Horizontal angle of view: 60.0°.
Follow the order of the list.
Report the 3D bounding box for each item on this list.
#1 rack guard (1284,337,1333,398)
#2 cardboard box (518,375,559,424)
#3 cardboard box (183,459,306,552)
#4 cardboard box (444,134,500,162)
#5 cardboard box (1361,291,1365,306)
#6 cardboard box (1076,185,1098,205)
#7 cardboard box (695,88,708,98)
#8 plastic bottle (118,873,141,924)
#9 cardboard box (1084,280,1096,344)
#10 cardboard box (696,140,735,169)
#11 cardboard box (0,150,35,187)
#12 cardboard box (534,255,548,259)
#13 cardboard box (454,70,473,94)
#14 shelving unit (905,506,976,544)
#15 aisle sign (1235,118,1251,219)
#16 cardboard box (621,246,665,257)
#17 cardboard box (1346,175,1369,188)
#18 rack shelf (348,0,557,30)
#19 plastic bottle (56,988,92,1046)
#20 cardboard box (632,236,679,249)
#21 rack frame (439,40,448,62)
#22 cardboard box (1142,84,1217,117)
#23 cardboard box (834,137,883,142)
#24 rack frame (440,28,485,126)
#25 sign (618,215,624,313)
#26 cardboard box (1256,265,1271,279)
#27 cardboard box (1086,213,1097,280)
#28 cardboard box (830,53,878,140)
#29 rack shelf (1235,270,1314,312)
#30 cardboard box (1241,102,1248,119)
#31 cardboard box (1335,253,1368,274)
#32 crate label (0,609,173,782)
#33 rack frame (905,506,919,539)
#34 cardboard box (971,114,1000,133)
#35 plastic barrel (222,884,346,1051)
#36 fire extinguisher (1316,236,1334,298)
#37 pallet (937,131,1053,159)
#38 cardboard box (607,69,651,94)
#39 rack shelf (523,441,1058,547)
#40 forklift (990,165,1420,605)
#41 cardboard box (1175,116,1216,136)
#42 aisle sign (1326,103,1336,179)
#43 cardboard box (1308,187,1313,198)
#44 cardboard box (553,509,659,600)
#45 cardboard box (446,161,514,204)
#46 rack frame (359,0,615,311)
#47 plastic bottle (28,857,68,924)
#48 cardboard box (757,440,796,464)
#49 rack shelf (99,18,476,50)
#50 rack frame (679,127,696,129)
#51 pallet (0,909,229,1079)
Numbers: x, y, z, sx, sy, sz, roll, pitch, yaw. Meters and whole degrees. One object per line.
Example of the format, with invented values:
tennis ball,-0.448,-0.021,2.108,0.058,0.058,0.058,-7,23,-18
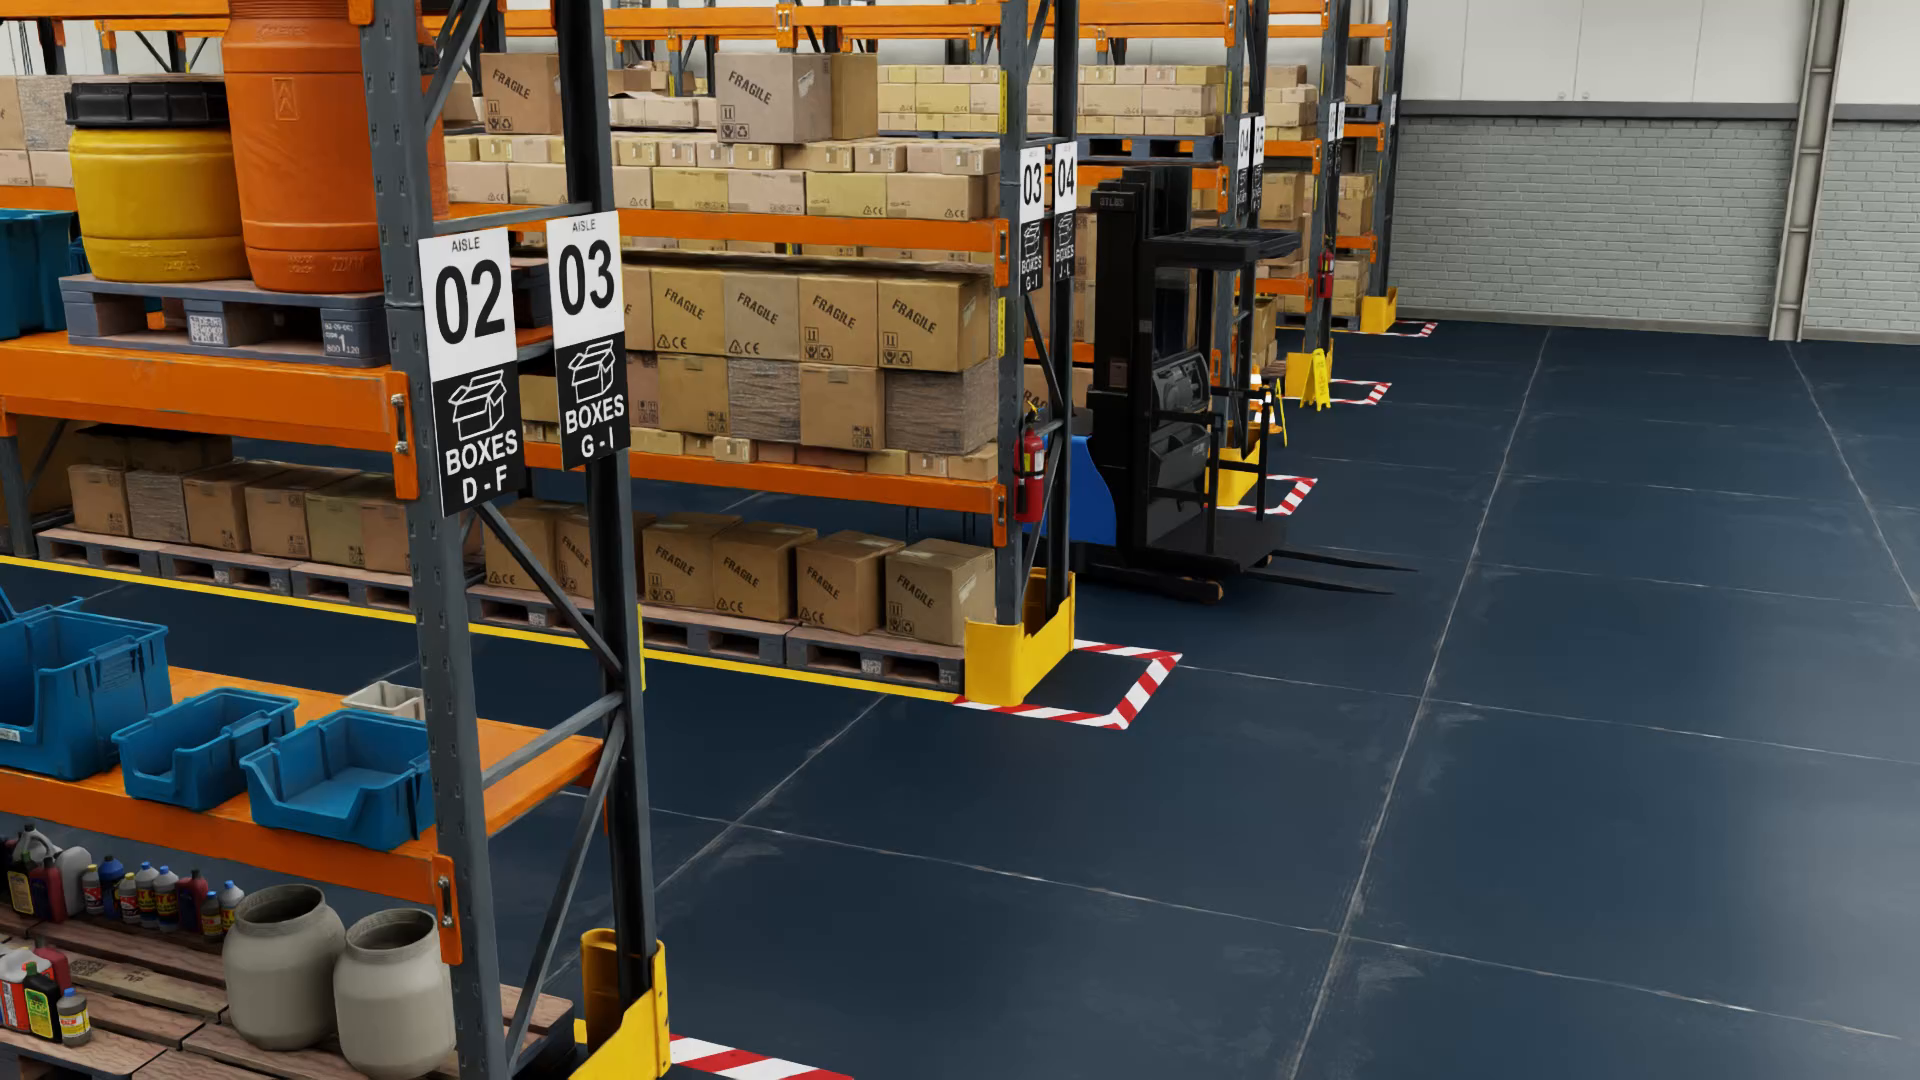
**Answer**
rack guard,4.019,-1.990,19.133,0.348,0.500,1.175,6,17,21
cardboard box,-2.420,-1.091,10.837,0.500,0.500,0.875,6,17,21
cardboard box,-5.308,-0.269,12.415,0.500,0.500,0.700,8,18,25
cardboard box,-3.078,-2.469,10.471,0.250,0.149,0.380,6,17,19
cardboard box,5.522,-3.453,23.866,0.500,0.250,0.500,6,17,21
cardboard box,1.622,-4.046,19.223,0.500,0.500,0.700,6,17,19
cardboard box,-3.940,-7.002,26.050,0.250,0.149,0.380,7,17,22
plastic bottle,-3.440,1.483,6.917,0.097,0.201,0.097,0,16,0
cardboard box,1.486,-2.038,14.544,0.550,0.550,0.875,6,17,21
cardboard box,-1.365,-2.295,9.874,0.250,0.149,0.380,5,17,18
cardboard box,-6.645,-2.686,11.933,0.500,0.250,0.500,7,17,22
cardboard box,-2.477,-1.530,10.559,0.500,0.500,0.500,6,17,21
cardboard box,-6.360,-5.935,21.926,0.500,0.500,0.500,6,17,20
shelving unit,-0.154,-0.593,13.065,0.503,1.200,0.258,6,17,21
aisle sign,2.323,-3.052,13.644,0.004,0.787,0.394,6,17,21
cardboard box,-2.283,-1.668,11.031,0.500,0.500,0.500,6,17,21
cardboard box,5.497,-4.955,22.985,0.250,0.149,0.380,6,17,21
rack shelf,-3.225,-1.876,5.504,4.000,0.370,1.077,6,17,21
plastic bottle,-3.233,1.730,6.064,0.097,0.201,0.097,0,16,0
cardboard box,-2.767,-2.979,16.084,0.500,0.500,0.700,6,17,21
rack frame,-8.977,-8.989,27.995,0.127,3.000,1.000,6,17,21
cardboard box,1.809,-3.628,13.711,0.500,0.250,0.500,7,17,21
cardboard box,-0.656,-2.379,10.161,0.250,0.149,0.380,6,17,20
rack frame,-5.075,-5.588,16.282,0.127,3.000,1.000,6,17,21
sign,-1.158,-0.915,5.550,0.005,0.325,0.100,6,17,21
cardboard box,3.387,-3.042,18.724,0.250,0.149,0.380,6,17,20
cardboard box,1.491,-2.560,14.405,0.550,0.550,0.875,6,17,21
cardboard box,-0.829,-2.706,10.125,0.500,0.500,0.500,6,17,20
rack shelf,2.229,-3.042,19.563,4.000,0.370,1.077,6,17,21
cardboard box,3.052,-4.732,18.449,0.500,0.250,0.500,6,17,20
cardboard box,5.530,-3.930,23.717,0.500,0.250,0.500,6,17,20
crate label,-3.175,0.537,5.882,0.616,0.435,0.502,6,17,21
rack frame,-0.381,-0.618,13.151,0.015,1.200,0.240,6,17,21
cardboard box,0.275,-3.587,14.286,0.250,0.149,0.380,7,17,21
plastic barrel,-2.471,1.566,6.108,0.421,0.512,0.421,0,16,0
fire extinguisher,4.027,-3.015,18.316,0.183,0.674,0.296,6,17,21
pallet,0.534,-3.484,14.574,1.213,0.211,1.003,6,17,21
cardboard box,-3.355,-4.340,16.252,0.500,0.500,0.500,6,17,21
rack shelf,-1.407,-0.472,10.709,4.000,0.370,1.077,6,17,21
forklift,1.758,-1.124,11.789,3.031,2.935,1.130,9,19,29
cardboard box,1.934,-3.405,13.659,0.250,0.149,0.380,6,17,21
aisle sign,4.041,-4.350,18.114,0.004,0.787,0.394,6,17,21
cardboard box,5.014,-4.854,23.171,0.250,0.149,0.380,7,17,22
cardboard box,-2.375,0.085,11.232,0.500,0.500,0.500,13,21,38
cardboard box,-2.943,-2.278,10.529,0.500,0.250,0.500,6,17,18
rack frame,-1.364,-2.209,4.643,0.127,3.000,1.000,6,17,21
plastic bottle,-3.790,1.445,6.899,0.133,0.283,0.061,6,17,21
cardboard box,-1.056,-0.591,10.281,0.250,0.149,0.380,6,17,21
rack shelf,-6.935,-5.255,17.143,4.000,0.370,1.077,6,17,21
rack frame,-3.353,-4.001,21.577,0.127,3.000,1.000,6,17,21
pallet,-3.337,1.806,6.575,1.213,0.211,1.003,6,17,21
